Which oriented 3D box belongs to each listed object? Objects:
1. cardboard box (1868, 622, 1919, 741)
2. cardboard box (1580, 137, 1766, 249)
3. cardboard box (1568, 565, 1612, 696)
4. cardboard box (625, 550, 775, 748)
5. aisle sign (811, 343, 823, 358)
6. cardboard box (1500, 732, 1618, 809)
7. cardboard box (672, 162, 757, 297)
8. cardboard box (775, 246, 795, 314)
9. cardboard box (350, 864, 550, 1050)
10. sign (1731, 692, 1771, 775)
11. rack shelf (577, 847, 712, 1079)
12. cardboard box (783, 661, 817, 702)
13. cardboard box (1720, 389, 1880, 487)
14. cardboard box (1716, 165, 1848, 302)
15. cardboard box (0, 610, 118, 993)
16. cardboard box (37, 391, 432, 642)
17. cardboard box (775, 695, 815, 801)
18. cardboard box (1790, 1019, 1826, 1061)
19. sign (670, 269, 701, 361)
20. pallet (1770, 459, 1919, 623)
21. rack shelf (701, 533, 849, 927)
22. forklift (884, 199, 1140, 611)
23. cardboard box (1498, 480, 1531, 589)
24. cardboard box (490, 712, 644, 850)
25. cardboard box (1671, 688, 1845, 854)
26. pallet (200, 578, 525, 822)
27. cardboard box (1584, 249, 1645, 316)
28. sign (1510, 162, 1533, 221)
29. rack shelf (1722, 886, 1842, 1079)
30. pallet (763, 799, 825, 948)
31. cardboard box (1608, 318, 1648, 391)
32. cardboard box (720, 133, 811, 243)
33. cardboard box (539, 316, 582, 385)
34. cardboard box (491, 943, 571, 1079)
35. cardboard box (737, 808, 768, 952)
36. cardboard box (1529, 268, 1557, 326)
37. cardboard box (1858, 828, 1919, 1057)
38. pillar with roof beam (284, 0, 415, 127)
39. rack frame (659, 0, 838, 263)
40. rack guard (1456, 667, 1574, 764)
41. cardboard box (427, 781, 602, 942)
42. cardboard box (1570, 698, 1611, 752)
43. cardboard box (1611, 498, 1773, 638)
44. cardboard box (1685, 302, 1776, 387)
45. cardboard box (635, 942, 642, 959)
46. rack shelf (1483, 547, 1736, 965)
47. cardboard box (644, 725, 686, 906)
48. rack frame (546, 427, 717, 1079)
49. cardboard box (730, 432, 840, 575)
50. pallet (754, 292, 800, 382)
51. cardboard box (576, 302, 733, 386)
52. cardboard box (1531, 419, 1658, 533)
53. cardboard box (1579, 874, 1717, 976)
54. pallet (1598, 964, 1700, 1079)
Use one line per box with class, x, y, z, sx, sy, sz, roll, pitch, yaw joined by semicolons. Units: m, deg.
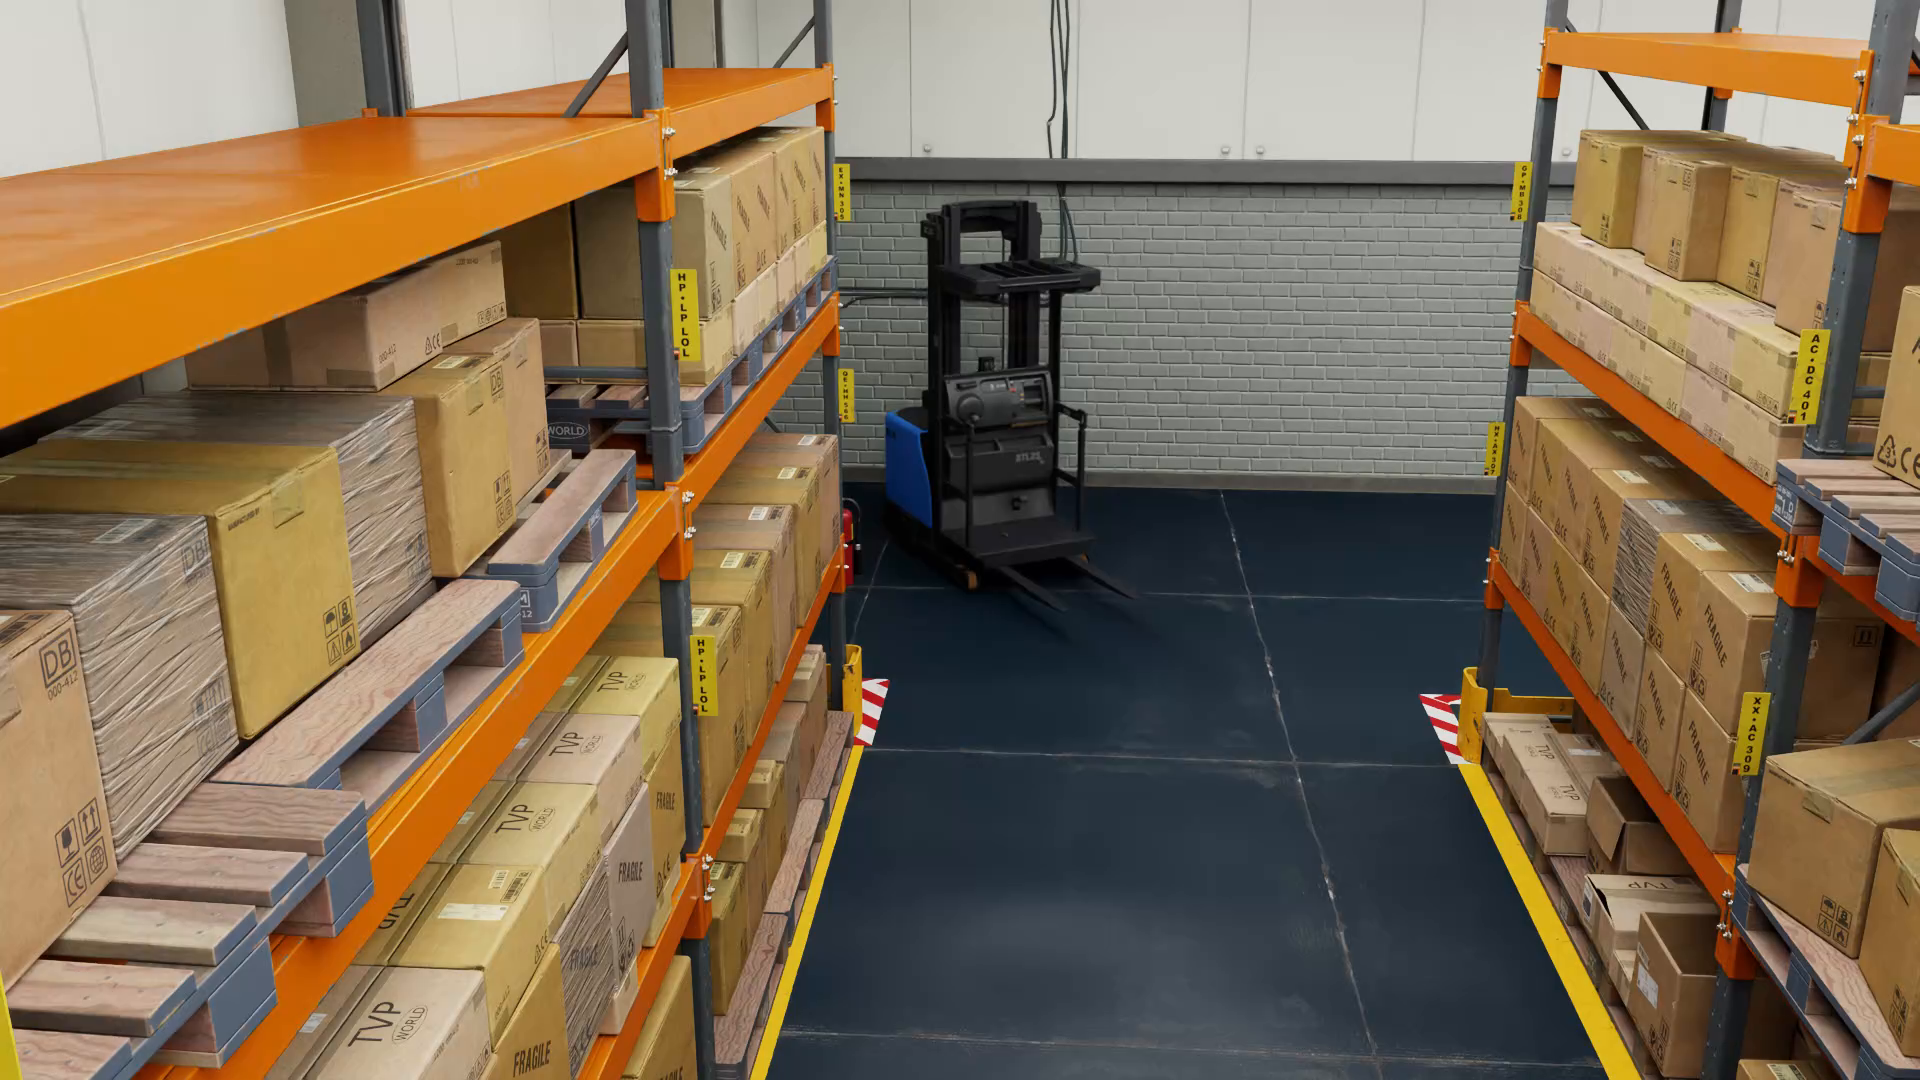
cardboard box;3.741;0.466;6.418;0.500;0.500;0.500;2;18;5
cardboard box;3.572;-1.749;8.359;0.700;0.500;0.500;1;18;4
cardboard box;3.310;0.442;8.097;0.500;0.500;0.500;2;18;5
cardboard box;-1.402;0.482;7.654;0.980;0.700;0.700;1;18;3
aisle sign;-0.924;-1.474;9.930;0.394;0.787;0.004;1;18;4
cardboard box;3.355;1.301;9.343;0.500;0.250;0.500;1;18;4
cardboard box;-1.153;-1.314;6.999;0.500;0.500;0.500;1;18;3
cardboard box;-1.084;-1.268;8.063;0.500;0.250;0.500;1;18;2
cardboard box;-1.412;1.090;4.404;0.500;0.250;0.500;1;18;3
sign;2.885;0.707;6.057;0.100;0.325;0.005;1;18;4
rack shelf;-1.658;1.982;4.712;1.077;0.370;4.000;1;18;4
cardboard box;-1.024;0.800;9.463;0.380;0.149;0.250;2;18;5
cardboard box;3.196;-0.383;6.197;0.500;0.250;0.500;1;18;4
cardboard box;3.630;-1.279;6.926;0.700;0.500;0.500;1;18;4
cardboard box;-1.825;0.430;2.608;0.700;0.500;0.500;0;18;0
cardboard box;-1.763;-0.064;4.116;0.700;0.500;0.500;1;18;4
cardboard box;-1.214;1.140;9.467;0.700;0.500;0.500;1;18;4
cardboard box;3.672;2.072;6.895;0.500;0.311;0.500;1;18;4
sign;-0.973;-0.793;5.872;0.100;0.325;0.005;1;18;4
pallet;3.310;-0.007;5.111;1.213;0.211;1.003;1;18;4
rack shelf;-1.371;0.740;8.504;1.077;0.370;4.000;1;18;4
forklift;0.410;-1.137;13.186;1.130;2.935;3.031;-8;20;-23
cardboard box;3.418;-0.030;9.535;0.500;0.500;0.500;2;18;5
cardboard box;-1.339;0.774;5.370;0.500;0.250;0.500;2;18;5
cardboard box;3.206;0.920;6.638;0.500;0.500;0.500;2;18;5
pallet;-1.731;0.377;3.941;1.003;0.211;1.213;2;18;6
cardboard box;3.344;-1.241;8.015;0.500;0.250;0.500;1;18;4
sign;3.172;-1.967;9.387;0.100;0.325;0.005;1;18;4
rack shelf;3.283;2.091;4.378;1.077;0.370;4.000;1;18;4
pallet;-1.297;1.730;8.805;1.003;0.211;1.213;1;18;4
cardboard box;3.310;-0.848;7.619;0.500;0.250;0.500;1;18;4
cardboard box;-1.055;-1.792;8.460;0.500;0.500;0.500;2;18;6
cardboard box;-1.700;-0.800;6.636;0.500;0.250;0.500;1;18;4
cardboard box;-1.398;1.439;4.543;0.500;0.500;0.500;2;18;5
cardboard box;-1.320;1.621;7.998;0.700;0.500;0.500;1;18;3
cardboard box;3.423;-1.314;9.040;0.500;0.250;0.500;1;18;4
cardboard box;3.183;1.238;4.991;0.700;0.500;0.500;4;19;13
pillar with roof beam;1.966;-1.972;5.991;9.100;9.000;0.400;1;18;4
rack frame;-1.228;-3.074;9.353;1.000;3.000;0.127;1;18;4
rack guard;3.708;1.098;10.271;1.175;0.500;0.348;1;18;4
cardboard box;-1.376;0.932;4.887;0.500;0.250;0.500;2;18;5
cardboard box;3.920;1.039;9.742;0.500;0.500;0.500;1;18;4
cardboard box;3.275;0.127;7.451;0.500;0.500;0.500;1;18;4
cardboard box;3.230;-0.776;6.594;0.500;0.250;0.500;1;18;4
cardboard box;-1.315;1.398;5.709;0.380;0.149;0.250;2;18;6
rack shelf;3.570;0.849;8.170;1.077;0.370;4.000;1;18;4
cardboard box;-1.297;0.970;5.976;0.500;0.500;0.500;1;18;3
rack frame;-1.515;1.019;6.496;1.000;3.000;0.127;1;18;4
cardboard box;-1.255;-0.207;9.757;0.980;0.700;0.700;2;18;6
pallet;-1.356;-0.996;7.971;1.003;0.211;1.213;1;18;4
cardboard box;-1.202;-0.791;6.608;0.500;0.250;0.500;1;18;4
cardboard box;3.388;-0.342;8.884;0.500;0.500;0.500;1;18;4
cardboard box;3.238;1.781;7.782;0.500;0.311;0.500;1;18;4
pallet;3.477;2.240;7.247;1.003;0.211;1.213;1;18;4
